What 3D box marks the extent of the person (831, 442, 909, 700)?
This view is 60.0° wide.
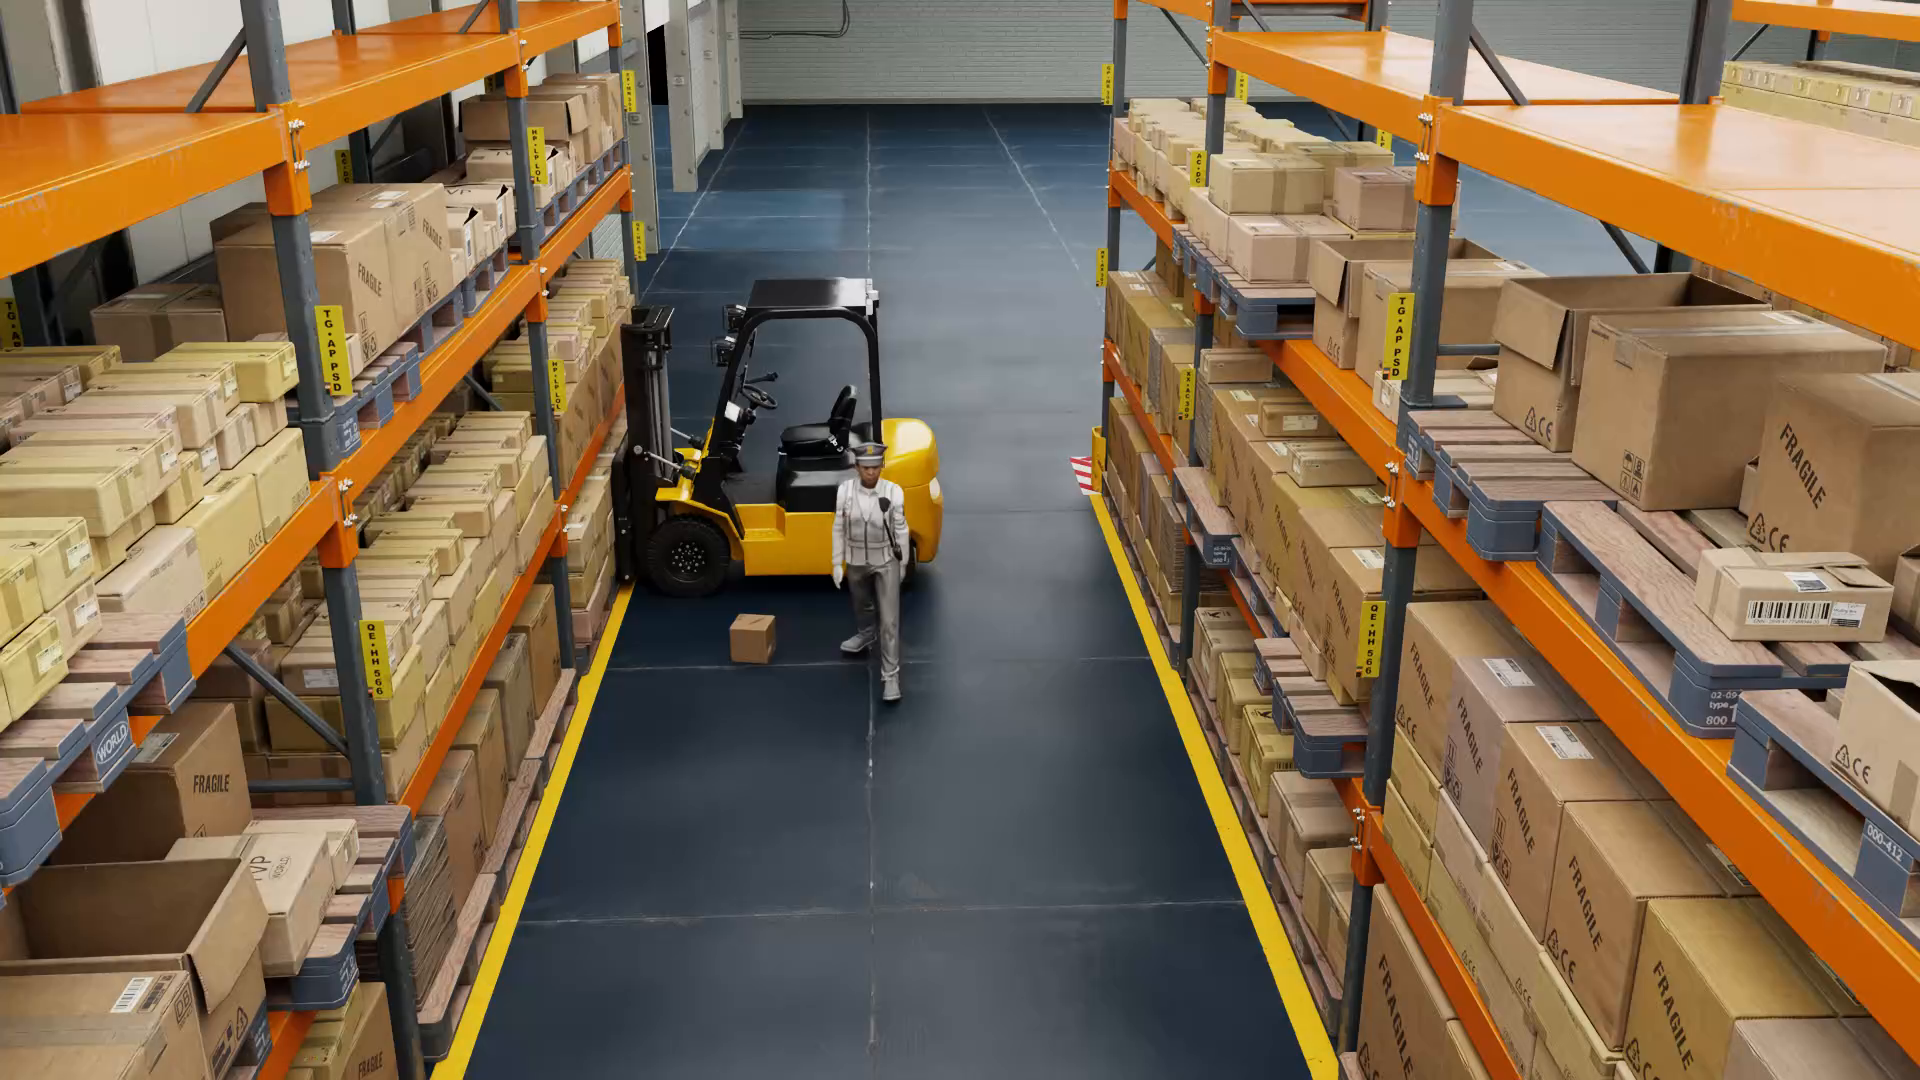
[{"bbox_3d":[-0.586,0.126,10.711,0.554,1.648,0.916,4,21,9],"label":"person"}]
